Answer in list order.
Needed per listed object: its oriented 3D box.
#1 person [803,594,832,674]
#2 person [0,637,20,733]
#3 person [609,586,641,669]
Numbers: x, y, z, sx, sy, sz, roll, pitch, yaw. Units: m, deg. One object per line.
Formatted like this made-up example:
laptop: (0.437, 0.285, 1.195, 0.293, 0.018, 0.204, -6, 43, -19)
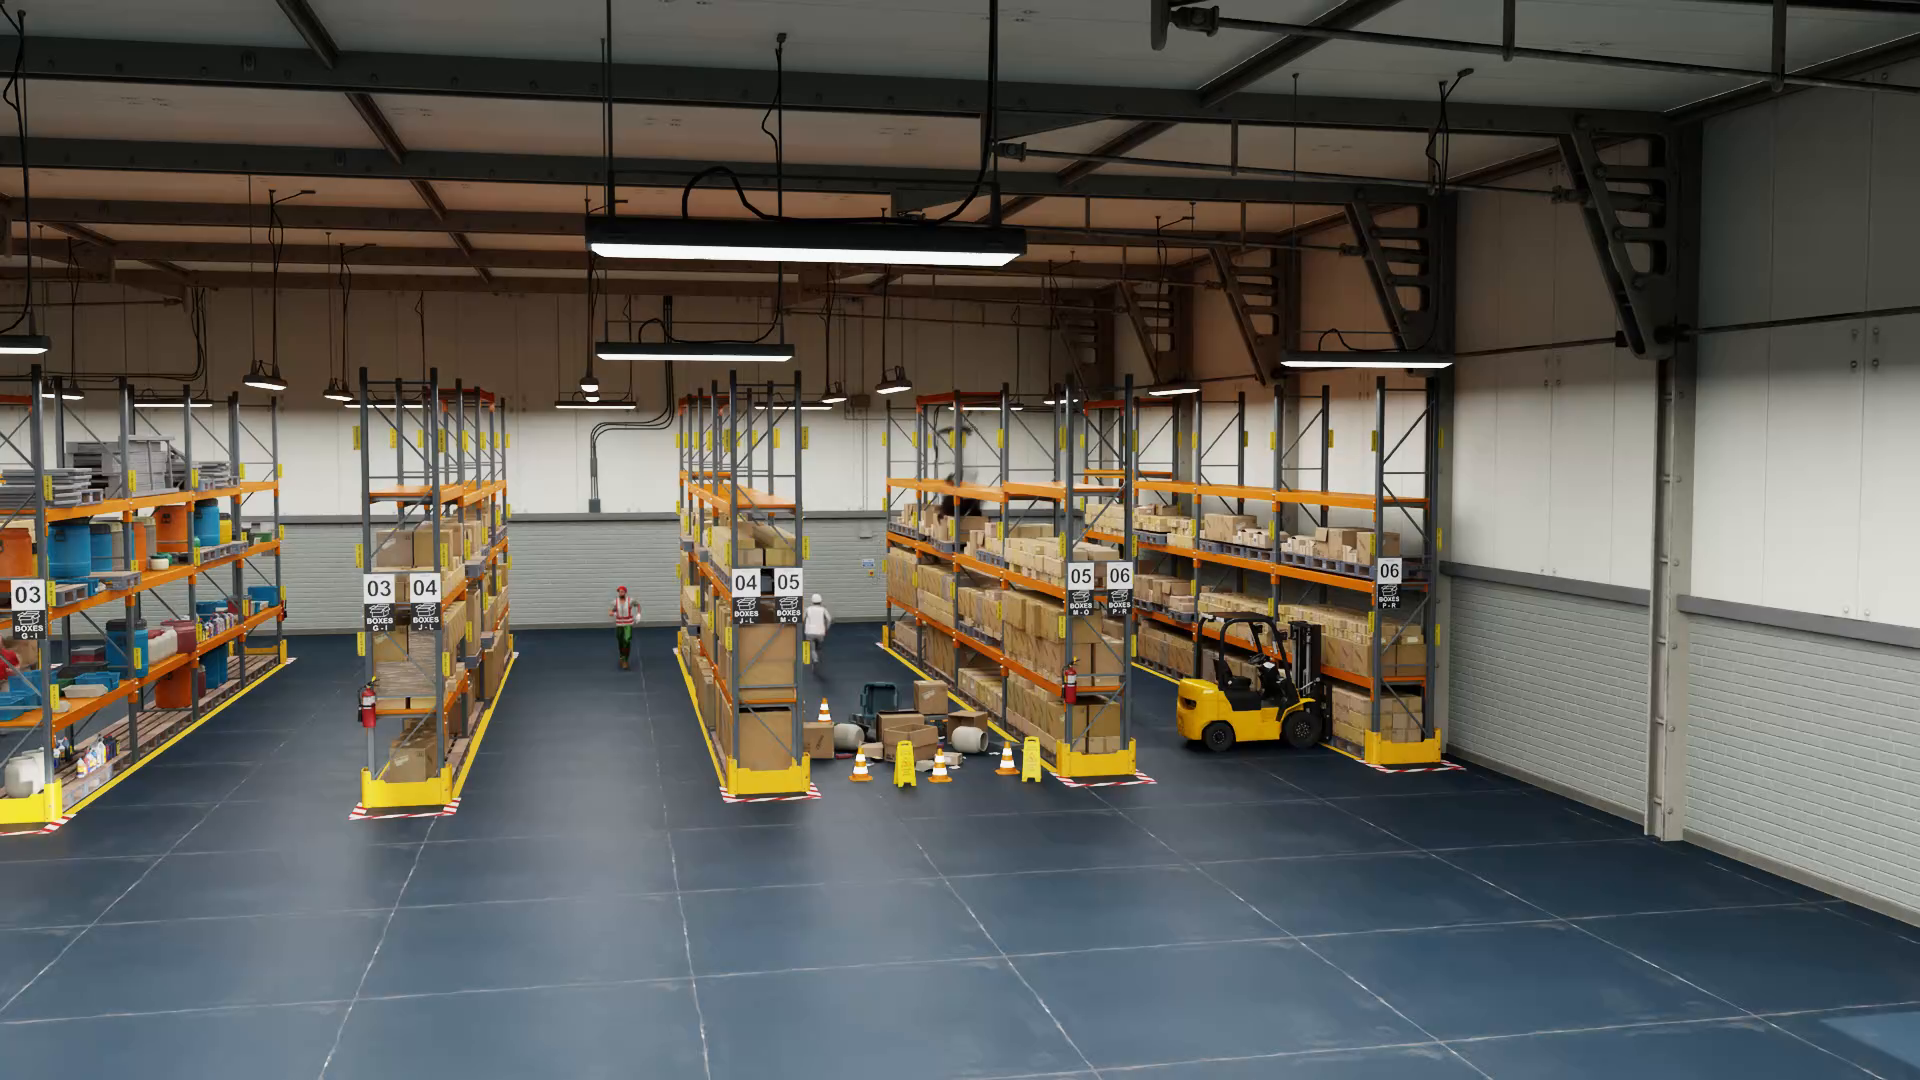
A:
person: (-3.061, 2.046, 35.332, 0.660, 1.767, 1.030, -1, 3, -10)
person: (-16.218, 2.501, 28.055, 0.656, 1.774, 0.814, -2, 4, -25)
person: (-7.425, 1.917, 36.854, 0.673, 1.832, 0.929, 0, 3, 1)
